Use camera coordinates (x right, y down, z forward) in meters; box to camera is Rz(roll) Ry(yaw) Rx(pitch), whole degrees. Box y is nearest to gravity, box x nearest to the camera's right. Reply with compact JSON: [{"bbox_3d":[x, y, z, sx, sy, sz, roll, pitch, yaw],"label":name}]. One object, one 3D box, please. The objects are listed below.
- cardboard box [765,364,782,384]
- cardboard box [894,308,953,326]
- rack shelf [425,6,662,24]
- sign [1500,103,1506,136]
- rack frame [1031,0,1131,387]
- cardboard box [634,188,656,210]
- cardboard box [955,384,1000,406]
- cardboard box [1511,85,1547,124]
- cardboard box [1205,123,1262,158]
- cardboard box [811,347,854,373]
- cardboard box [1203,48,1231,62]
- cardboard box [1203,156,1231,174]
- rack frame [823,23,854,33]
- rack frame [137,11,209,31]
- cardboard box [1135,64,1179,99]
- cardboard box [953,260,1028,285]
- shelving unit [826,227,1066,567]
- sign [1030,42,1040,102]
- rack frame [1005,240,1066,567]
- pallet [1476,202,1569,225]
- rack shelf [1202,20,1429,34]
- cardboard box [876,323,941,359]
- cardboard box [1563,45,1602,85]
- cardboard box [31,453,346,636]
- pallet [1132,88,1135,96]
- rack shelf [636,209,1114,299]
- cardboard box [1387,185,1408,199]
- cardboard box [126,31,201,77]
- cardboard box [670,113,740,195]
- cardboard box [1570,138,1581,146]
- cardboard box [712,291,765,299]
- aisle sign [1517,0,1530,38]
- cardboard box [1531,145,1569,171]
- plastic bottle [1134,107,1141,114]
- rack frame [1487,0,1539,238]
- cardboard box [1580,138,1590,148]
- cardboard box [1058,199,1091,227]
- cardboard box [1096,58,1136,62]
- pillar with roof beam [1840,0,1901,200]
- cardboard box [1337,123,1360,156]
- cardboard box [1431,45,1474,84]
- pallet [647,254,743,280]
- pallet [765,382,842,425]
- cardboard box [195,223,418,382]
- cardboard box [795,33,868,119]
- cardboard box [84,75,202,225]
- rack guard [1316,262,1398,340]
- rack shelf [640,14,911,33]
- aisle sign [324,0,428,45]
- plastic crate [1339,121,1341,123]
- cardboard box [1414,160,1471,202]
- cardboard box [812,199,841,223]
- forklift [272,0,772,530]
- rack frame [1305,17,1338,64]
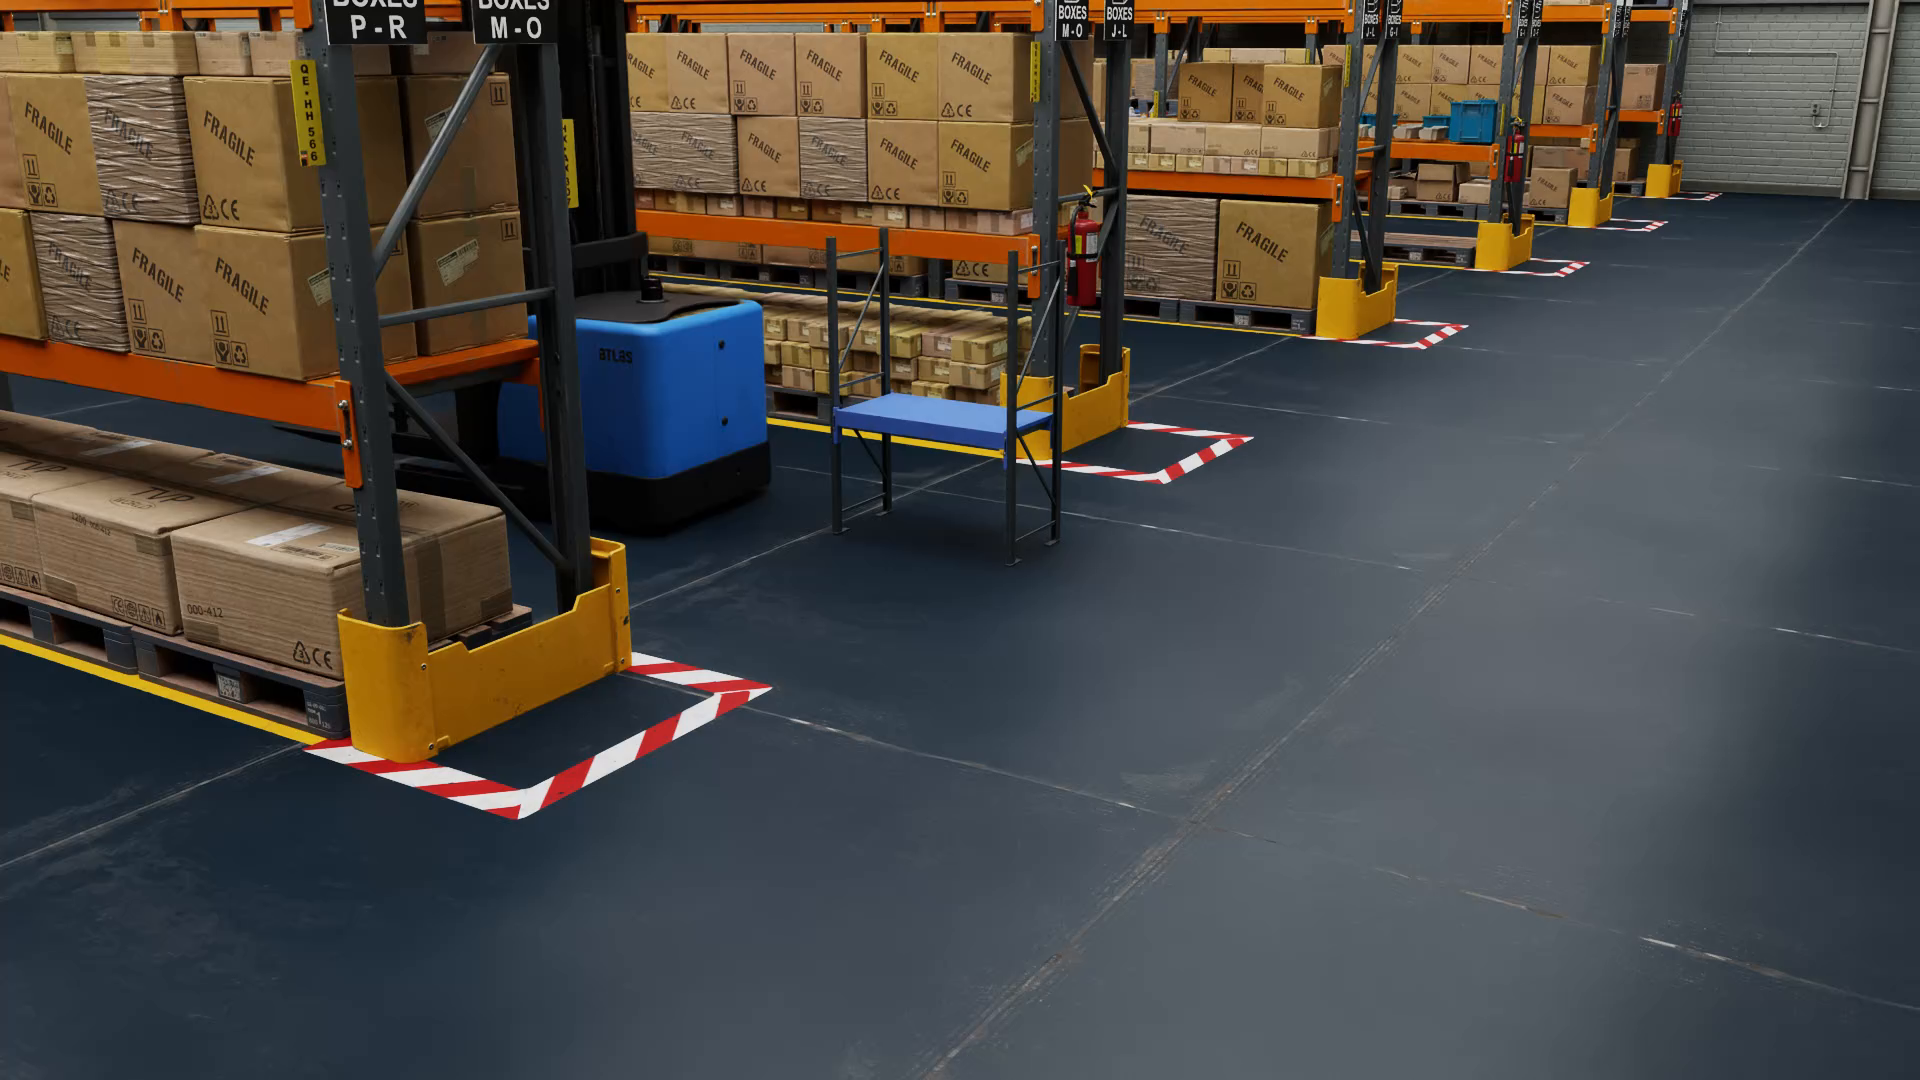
[{"bbox_3d":[-1.144,-1.164,11.234,0.250,0.149,0.380,11,20,32],"label":"cardboard box"},{"bbox_3d":[-0.237,-1.447,11.141,0.250,0.149,0.380,9,19,27],"label":"cardboard box"},{"bbox_3d":[-5.108,-5.887,18.677,4.000,0.370,1.077,10,20,30],"label":"rack shelf"},{"bbox_3d":[5.732,-4.441,17.559,0.005,0.325,0.100,10,20,30],"label":"sign"},{"bbox_3d":[0.732,-2.062,10.008,0.127,3.000,1.000,10,20,30],"label":"rack frame"},{"bbox_3d":[-2.093,-2.377,11.479,0.250,0.149,0.380,9,19,28],"label":"cardboard box"},{"bbox_3d":[0.174,-0.927,10.455,0.250,0.149,0.380,11,20,31],"label":"cardboard box"},{"bbox_3d":[7.633,-5.854,22.321,0.500,0.500,0.500,10,20,31],"label":"cardboard box"},{"bbox_3d":[2.430,-3.431,14.261,0.500,0.250,0.500,10,19,29],"label":"cardboard box"},{"bbox_3d":[-0.759,-1.205,10.857,0.250,0.149,0.380,10,20,31],"label":"cardboard box"},{"bbox_3d":[4.650,-8.593,29.502,0.500,0.250,0.500,11,20,31],"label":"cardboard box"},{"bbox_3d":[2.289,-3.243,14.329,0.250,0.149,0.380,11,20,31],"label":"cardboard box"},{"bbox_3d":[-2.444,-9.389,34.129,0.127,3.000,1.000,10,20,30],"label":"rack frame"},{"bbox_3d":[-10.220,-5.709,22.013,0.127,3.000,1.000,10,20,30],"label":"rack frame"},{"bbox_3d":[3.059,-6.939,25.170,0.500,0.500,0.700,15,22,40],"label":"cardboard box"},{"bbox_3d":[0.526,-2.947,15.856,0.875,0.875,0.875,10,20,30],"label":"cardboard box"},{"bbox_3d":[-0.073,-0.731,8.206,1.048,1.500,0.538,10,20,30],"label":"shelving unit"},{"bbox_3d":[0.424,-2.633,9.351,0.005,0.325,0.100,10,20,30],"label":"sign"},{"bbox_3d":[0.360,-0.653,7.951,0.032,1.500,0.500,10,20,30],"label":"rack frame"},{"bbox_3d":[7.857,-4.526,22.918,1.213,0.211,1.003,10,20,30],"label":"pallet"},{"bbox_3d":[6.078,-8.959,28.790,4.000,0.370,1.077,10,20,30],"label":"rack shelf"},{"bbox_3d":[-0.323,-1.261,10.532,0.250,0.149,0.380,10,19,29],"label":"cardboard box"},{"bbox_3d":[8.361,-6.387,22.354,0.500,0.500,0.500,11,20,32],"label":"cardboard box"},{"bbox_3d":[-3.172,-0.008,6.933,0.875,0.438,0.875,11,20,32],"label":"cardboard box"},{"bbox_3d":[3.710,-8.162,30.421,1.003,0.211,1.213,10,20,30],"label":"pallet"},{"bbox_3d":[-0.973,-2.022,11.114,4.000,0.370,1.077,10,20,30],"label":"rack shelf"},{"bbox_3d":[6.179,-4.944,23.616,0.250,0.166,0.380,10,20,30],"label":"cardboard box"},{"bbox_3d":[-2.676,-1.713,5.852,0.250,0.149,0.380,10,20,30],"label":"cardboard box"},{"bbox_3d":[-1.551,-2.564,10.976,0.500,0.500,0.500,10,19,29],"label":"cardboard box"},{"bbox_3d":[10.108,-6.498,27.073,0.250,0.149,0.380,10,20,31],"label":"cardboard box"},{"bbox_3d":[-1.603,-1.678,11.904,0.250,0.149,0.380,11,20,32],"label":"cardboard box"},{"bbox_3d":[5.914,-5.662,17.387,0.004,0.787,0.394,10,20,30],"label":"aisle sign"},{"bbox_3d":[9.686,-6.194,27.190,0.500,0.500,0.700,9,19,28],"label":"cardboard box"},{"bbox_3d":[2.203,-5.258,20.751,0.097,0.271,0.097,0,17,0],"label":"plastic bottle"},{"bbox_3d":[6.006,-4.502,18.040,0.127,3.000,1.000,10,20,30],"label":"rack frame"},{"bbox_3d":[10.119,-6.365,26.637,0.250,0.149,0.380,11,20,32],"label":"cardboard box"},{"bbox_3d":[0.627,-2.072,10.474,0.250,0.149,0.380,10,20,30],"label":"cardboard box"},{"bbox_3d":[2.894,-8.683,30.878,0.500,0.500,0.700,10,20,30],"label":"cardboard box"},{"bbox_3d":[11.691,-8.563,21.089,0.400,9.000,9.100,10,20,30],"label":"pillar with roof beam"},{"bbox_3d":[3.146,-3.485,14.440,0.500,0.250,0.500,10,19,29],"label":"cardboard box"},{"bbox_3d":[6.765,-6.486,22.681,0.500,0.500,0.500,11,20,32],"label":"cardboard box"},{"bbox_3d":[-2.771,-3.019,17.956,1.213,0.211,1.003,10,20,30],"label":"pallet"},{"bbox_3d":[-1.042,-1.057,11.499,1.213,0.211,1.003,10,20,30],"label":"pallet"},{"bbox_3d":[-2.322,-0.876,5.933,0.500,0.500,0.500,10,20,30],"label":"cardboard box"},{"bbox_3d":[-0.668,-2.892,10.338,0.500,0.500,0.500,11,20,33],"label":"cardboard box"},{"bbox_3d":[-2.769,-1.433,6.047,0.500,0.500,0.500,10,20,30],"label":"cardboard box"},{"bbox_3d":[3.434,-2.075,14.353,0.348,0.500,1.175,10,20,30],"label":"rack guard"},{"bbox_3d":[-2.516,-7.114,22.716,4.000,0.370,1.077,10,20,30],"label":"rack shelf"},{"bbox_3d":[-1.874,-1.977,5.255,0.004,0.787,0.394,10,20,30],"label":"aisle sign"},{"bbox_3d":[4.238,-4.822,19.445,0.466,0.136,0.293,10,20,30],"label":"plastic crate"},{"bbox_3d":[6.796,-5.068,23.442,0.637,0.503,0.797,10,20,30],"label":"cardboard box"},{"bbox_3d":[-0.746,-2.139,10.694,0.250,0.149,0.380,9,19,28],"label":"cardboard box"},{"bbox_3d":[-2.584,-1.742,9.072,3.031,2.935,1.130,9,19,27],"label":"forklift"},{"bbox_3d":[5.193,-6.336,24.079,0.127,3.000,1.000,10,20,30],"label":"rack frame"}]
